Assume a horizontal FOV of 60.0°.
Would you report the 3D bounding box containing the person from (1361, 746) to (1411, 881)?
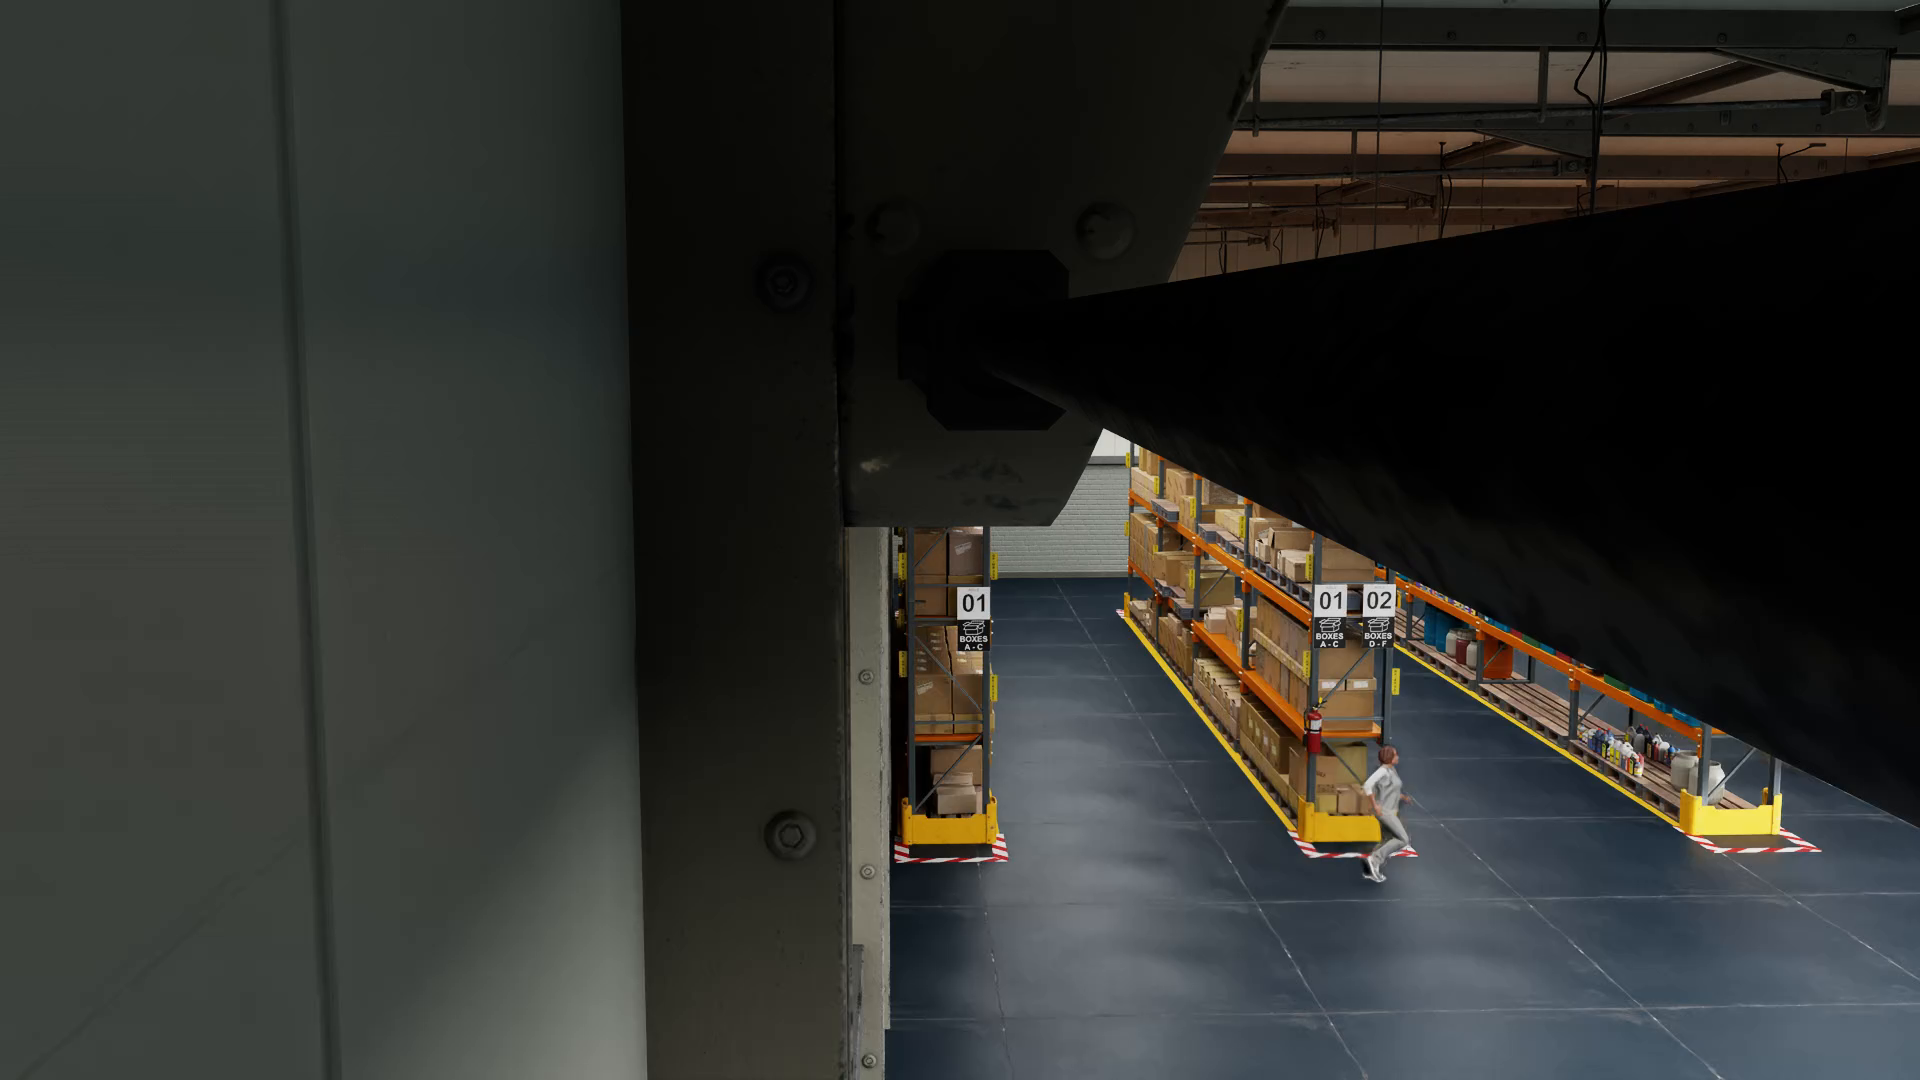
[{"bbox_3d":[4.894,3.133,19.061,0.533,1.552,0.542,3,8,20],"label":"person"}]
